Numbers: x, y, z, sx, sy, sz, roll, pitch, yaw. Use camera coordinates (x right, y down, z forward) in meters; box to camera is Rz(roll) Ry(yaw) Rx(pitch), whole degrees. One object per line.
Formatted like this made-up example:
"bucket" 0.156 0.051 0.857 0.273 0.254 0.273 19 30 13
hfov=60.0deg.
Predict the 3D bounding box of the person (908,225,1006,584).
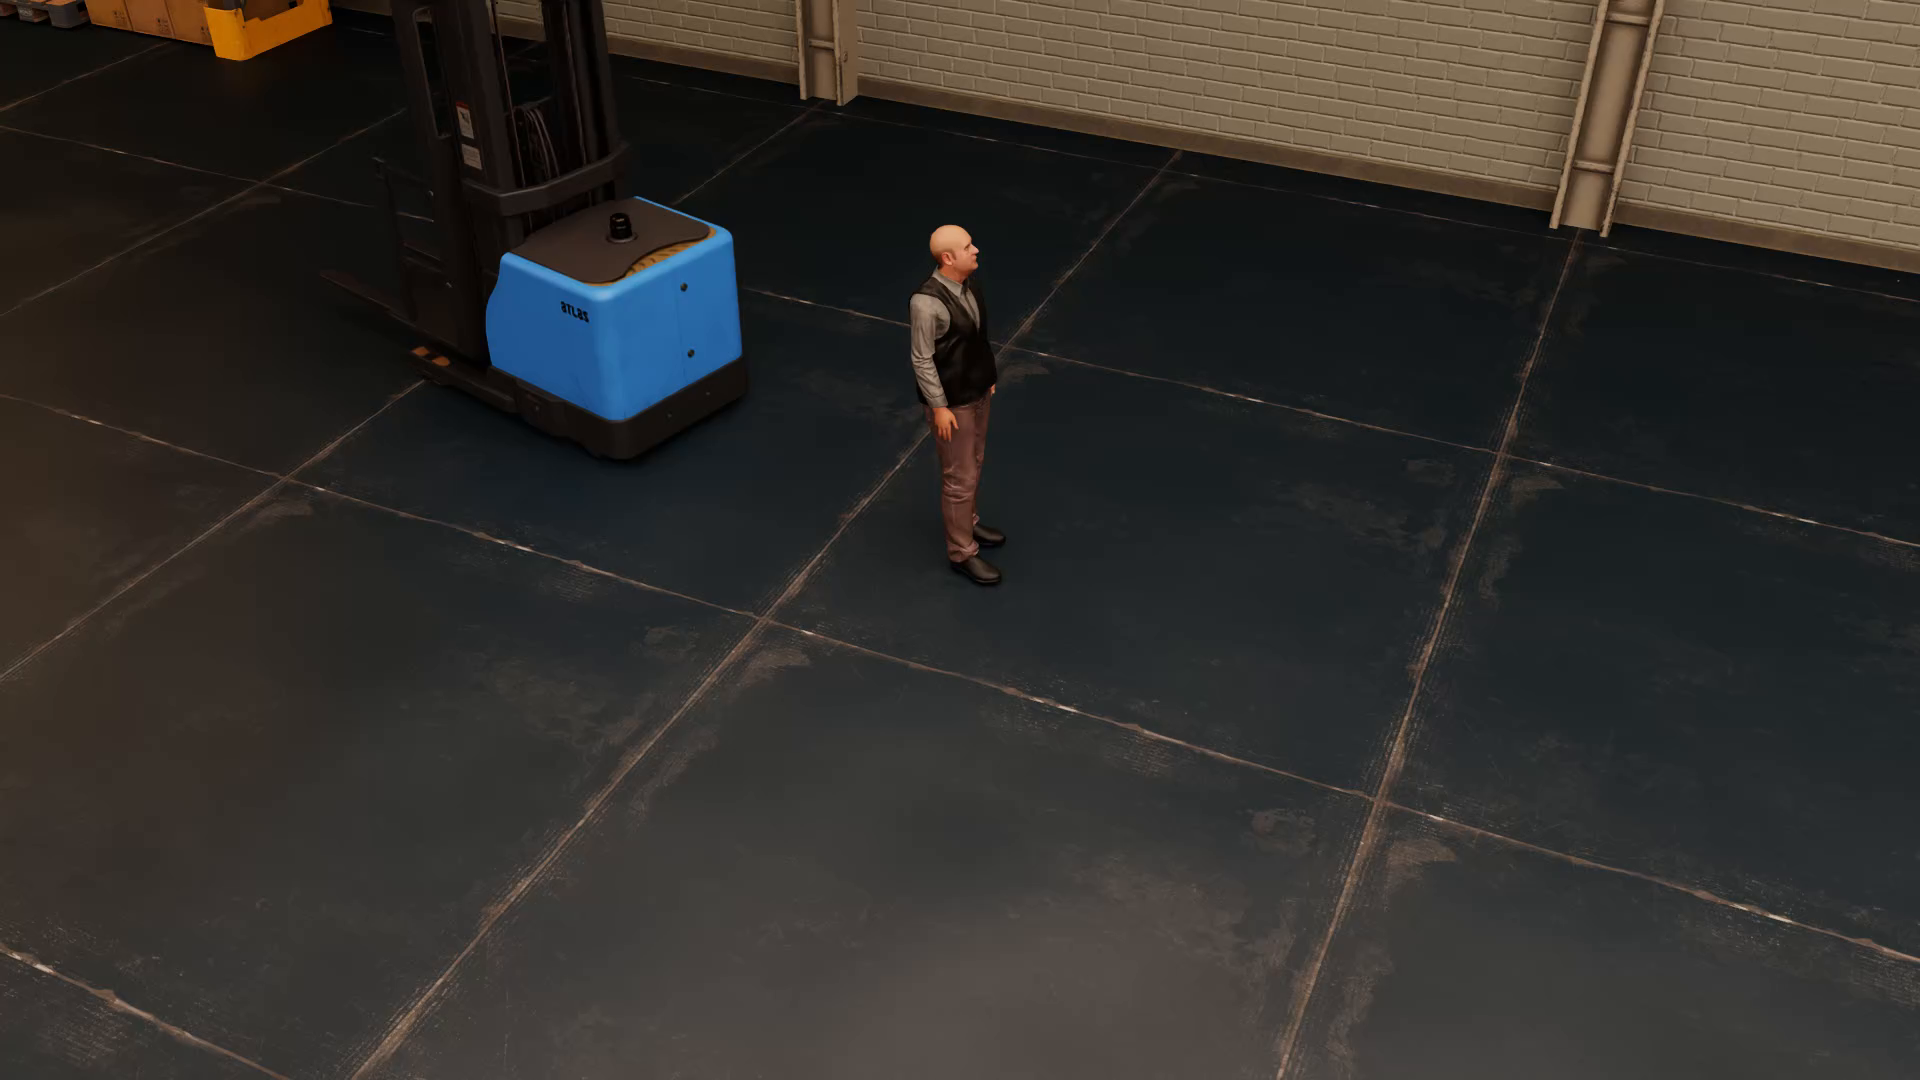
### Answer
"person" 0.054 -0.688 8.080 0.566 1.722 0.633 15 38 20

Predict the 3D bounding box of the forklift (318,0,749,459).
"forklift" -2.709 -2.332 9.356 3.031 2.935 1.130 24 42 30
